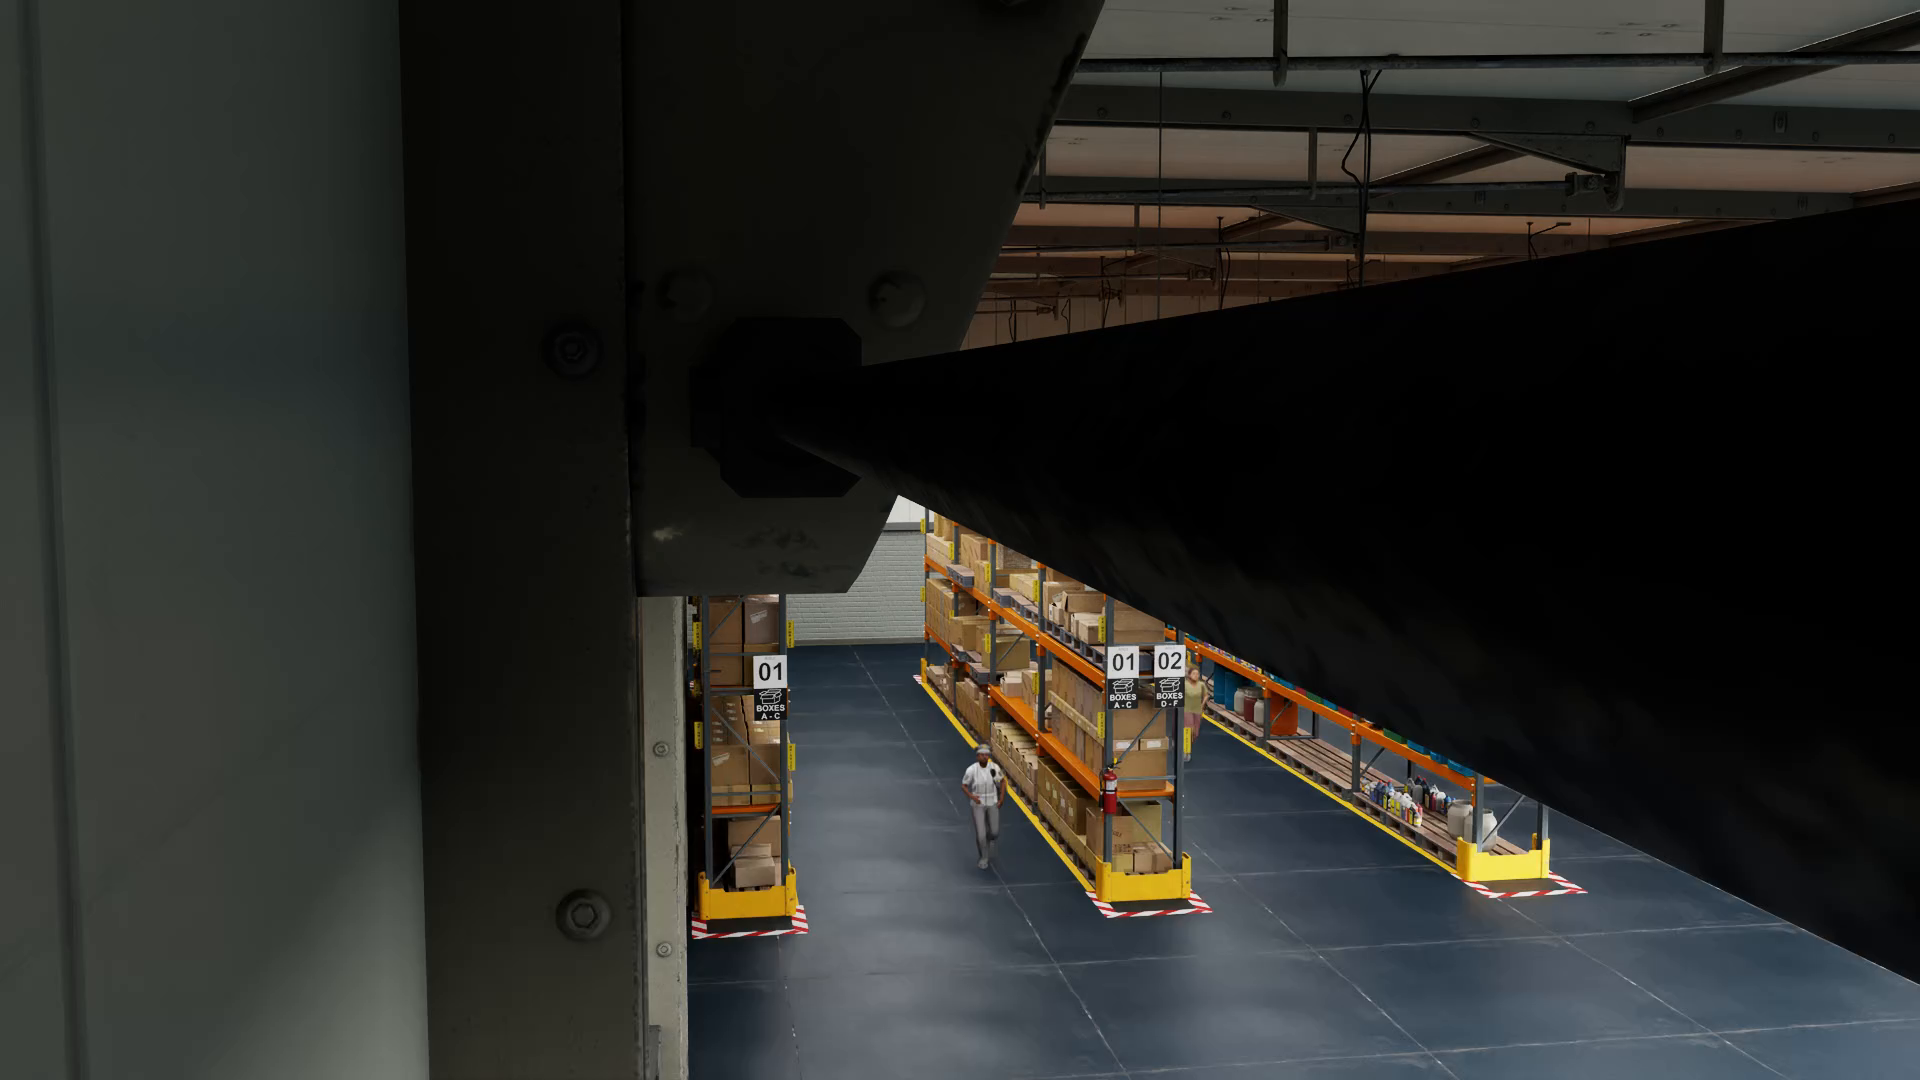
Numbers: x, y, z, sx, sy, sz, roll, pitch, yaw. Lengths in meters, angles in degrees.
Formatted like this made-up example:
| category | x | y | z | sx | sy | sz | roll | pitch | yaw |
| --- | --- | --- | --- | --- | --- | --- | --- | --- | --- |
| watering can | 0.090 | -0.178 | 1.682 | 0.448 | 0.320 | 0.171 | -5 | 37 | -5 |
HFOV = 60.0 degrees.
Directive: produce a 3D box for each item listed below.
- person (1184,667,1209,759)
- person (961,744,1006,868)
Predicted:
| category | x | y | z | sx | sy | sz | roll | pitch | yaw |
| --- | --- | --- | --- | --- | --- | --- | --- | --- | --- |
| person | 4.008 | 2.992 | 28.656 | 0.581 | 1.628 | 0.578 | -1 | 5 | -11 |
| person | 0.328 | 3.548 | 22.299 | 0.628 | 1.667 | 0.541 | -1 | 5 | -10 |
